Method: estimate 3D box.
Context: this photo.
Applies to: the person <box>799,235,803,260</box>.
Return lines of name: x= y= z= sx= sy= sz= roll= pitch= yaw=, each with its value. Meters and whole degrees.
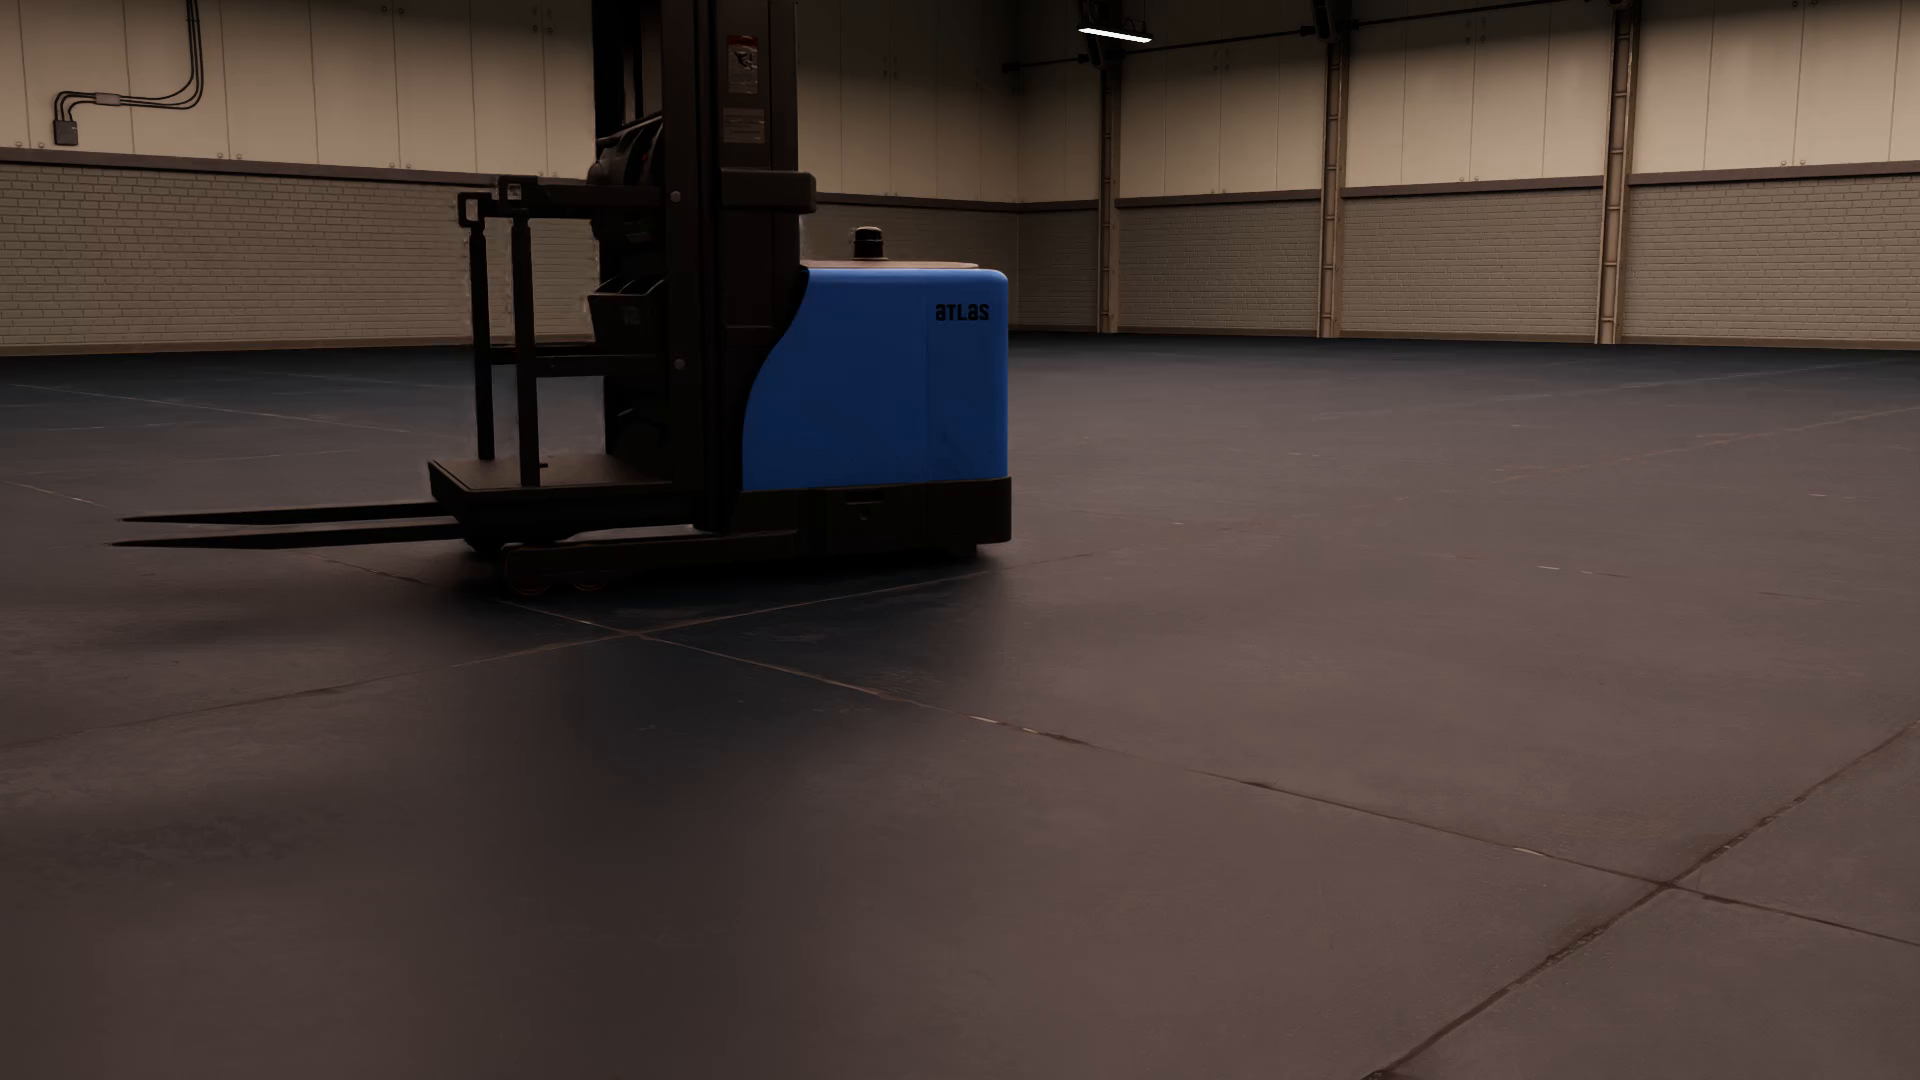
person: x=-0.914 y=-0.748 z=6.959 sx=0.782 sy=1.368 sz=0.679 roll=3 pitch=9 yaw=19

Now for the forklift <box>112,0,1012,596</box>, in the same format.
forklift: x=-1.371 y=-1.353 z=5.860 sx=3.031 sy=2.935 sz=1.130 roll=-4 pitch=9 yaw=-24
